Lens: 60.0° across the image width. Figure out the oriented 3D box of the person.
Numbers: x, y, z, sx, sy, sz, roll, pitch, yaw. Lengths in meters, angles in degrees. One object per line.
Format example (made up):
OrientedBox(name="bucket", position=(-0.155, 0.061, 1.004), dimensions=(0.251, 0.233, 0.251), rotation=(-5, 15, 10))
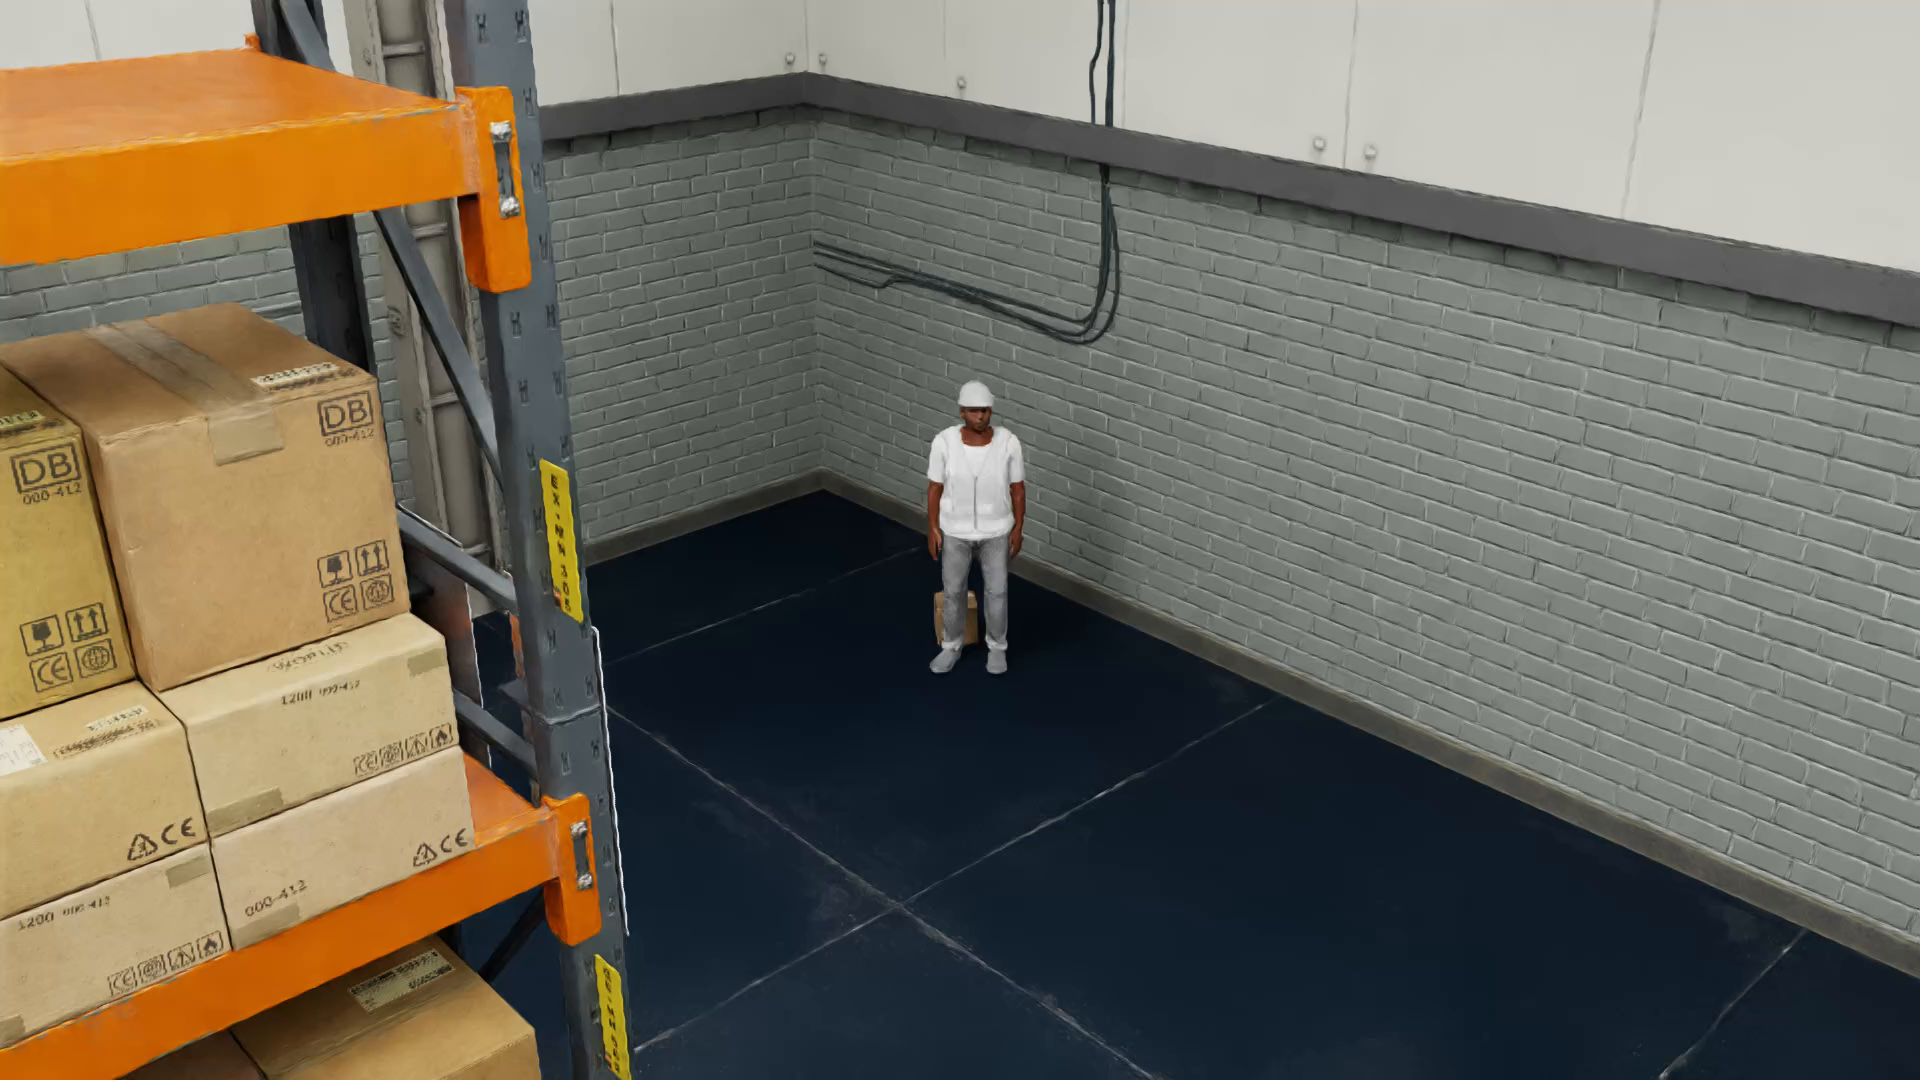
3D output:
OrientedBox(name="person", position=(0.096, -0.063, 9.670), dimensions=(0.573, 1.771, 0.376), rotation=(0, 24, 0))
